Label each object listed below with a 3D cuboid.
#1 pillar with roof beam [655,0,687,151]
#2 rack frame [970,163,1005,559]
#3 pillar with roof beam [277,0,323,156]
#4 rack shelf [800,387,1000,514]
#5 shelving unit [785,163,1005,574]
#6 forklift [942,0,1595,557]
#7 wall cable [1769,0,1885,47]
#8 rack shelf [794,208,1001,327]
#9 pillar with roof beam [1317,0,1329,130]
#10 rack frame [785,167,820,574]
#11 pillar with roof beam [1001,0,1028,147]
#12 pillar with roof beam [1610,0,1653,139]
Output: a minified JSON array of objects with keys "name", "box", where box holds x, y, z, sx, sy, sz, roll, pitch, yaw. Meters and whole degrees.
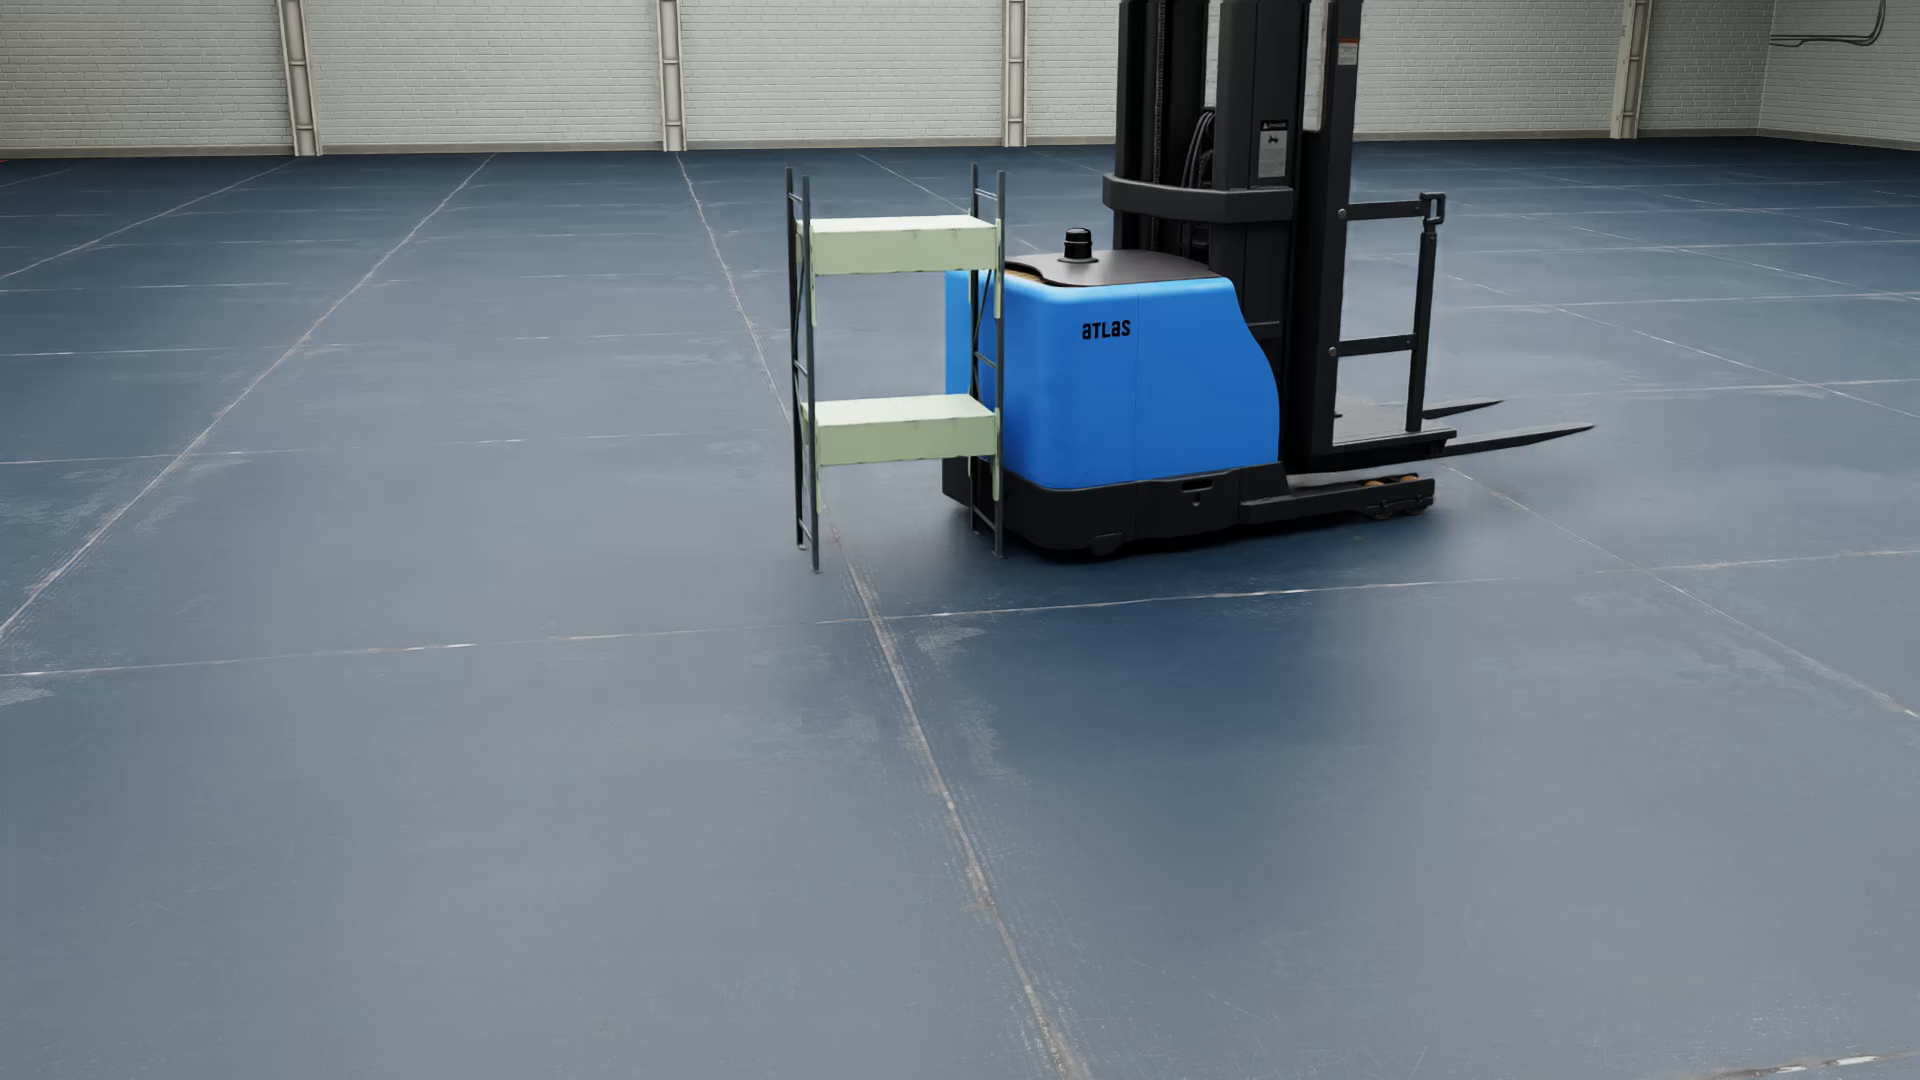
[{"name":"pillar with roof beam","box":[-4.108,-9.790,23.360,0.400,9.000,9.100,-3,17,-10]},{"name":"rack frame","box":[0.106,-0.699,6.534,0.023,1.500,0.400,-4,18,-14]},{"name":"pillar with roof beam","box":[-9.999,-9.456,22.272,0.400,9.000,9.100,-3,17,-10]},{"name":"rack shelf","box":[-0.248,-0.360,6.539,0.720,0.370,0.431,-4,18,-14]},{"name":"shelving unit","box":[-0.248,-0.671,6.443,0.755,1.500,0.431,-4,18,-14]},{"name":"forklift","box":[1.477,-1.615,7.079,3.031,2.935,1.130,-8,19,-25]},{"name":"wall cable","box":[15.892,-10.332,30.413,0.112,2.526,3.097,-3,17,-10]},{"name":"rack shelf","box":[-0.248,-1.044,6.329,0.720,0.370,0.431,-4,18,-14]},{"name":"pillar with roof beam","box":[7.674,-10.458,25.536,0.400,9.000,9.100,-3,17,-10]},{"name":"rack frame","box":[-0.602,-0.644,6.353,0.023,1.500,0.400,-4,18,-14]},{"name":"pillar with roof beam","box":[1.783,-10.124,24.448,0.400,9.000,9.100,-3,17,-10]},{"name":"pillar with roof beam","box":[13.565,-10.793,26.624,0.400,9.000,9.100,-3,17,-10]}]
